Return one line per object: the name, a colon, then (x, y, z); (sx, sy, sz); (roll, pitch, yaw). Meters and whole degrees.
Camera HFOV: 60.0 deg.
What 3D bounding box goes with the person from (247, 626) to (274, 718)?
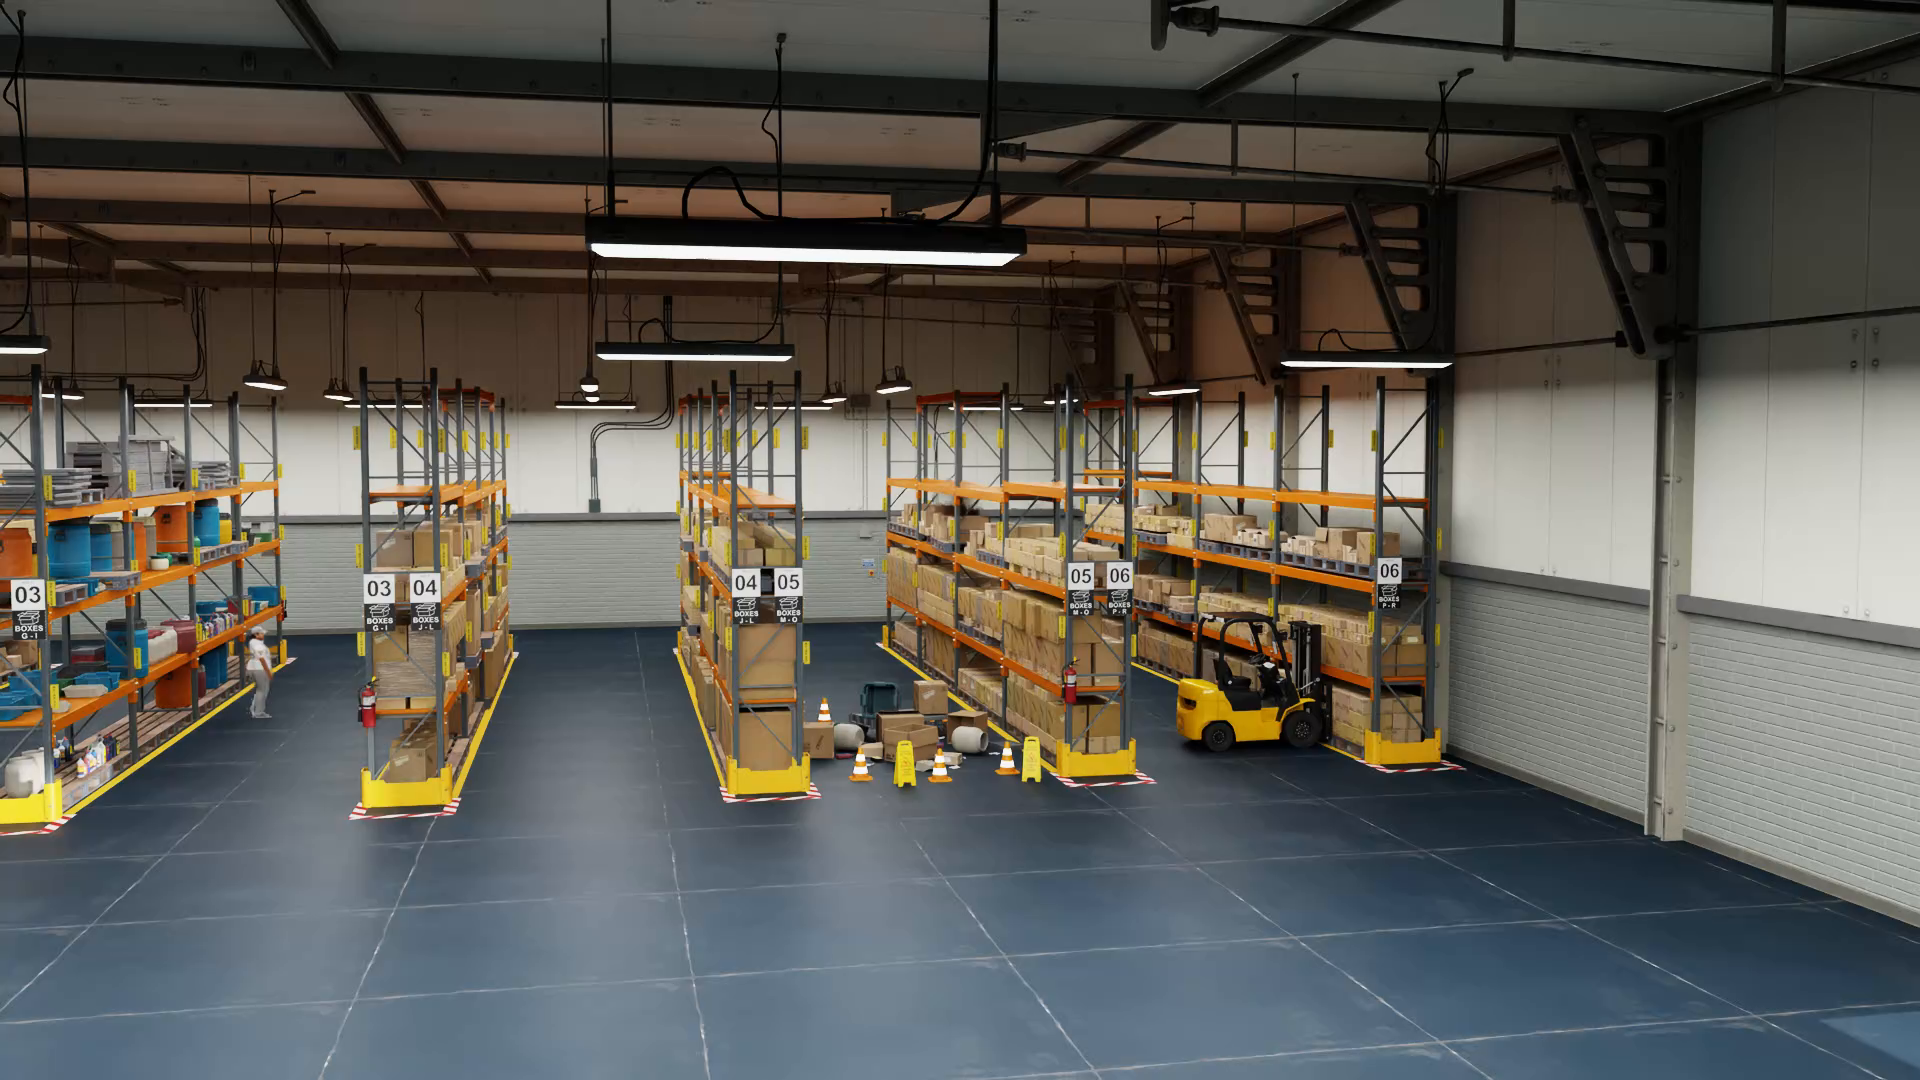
person: (-12.577, 2.390, 29.970); (0.535, 1.688, 0.430); (3, 4, 38)
